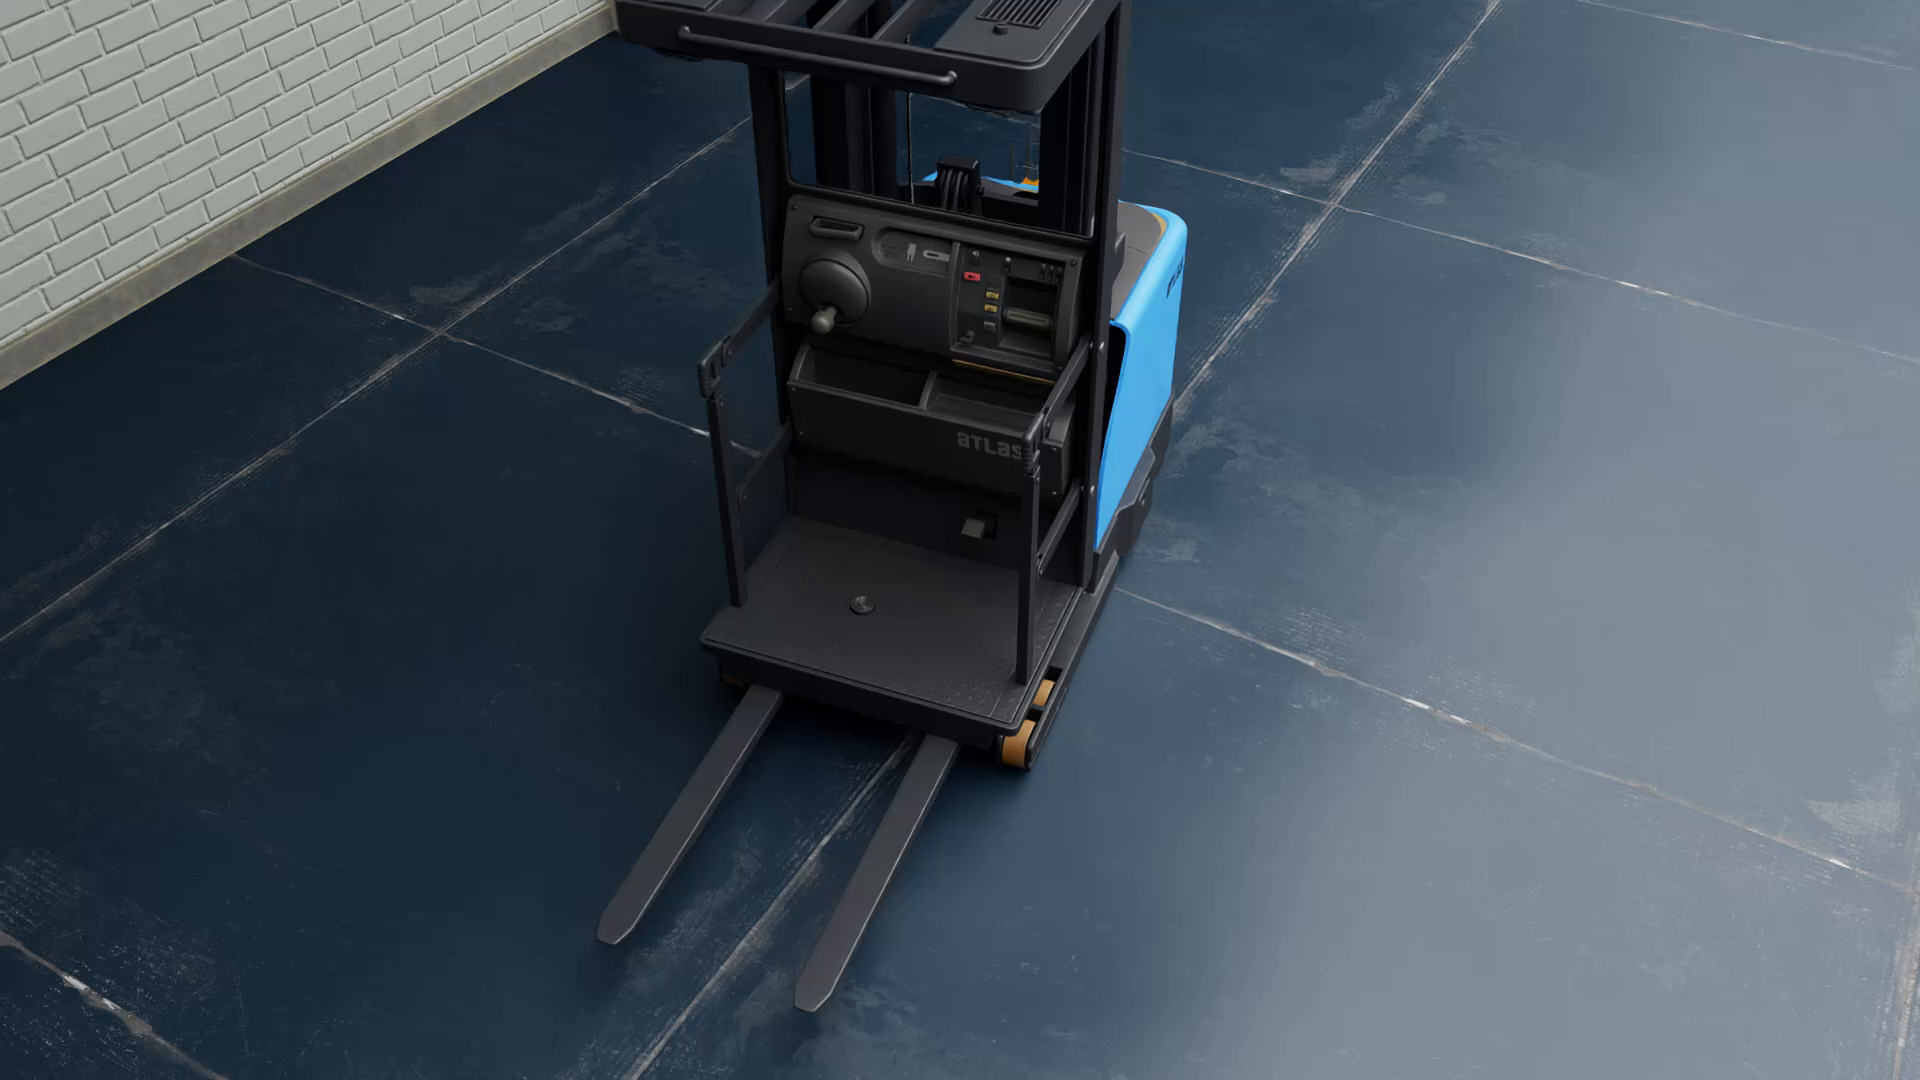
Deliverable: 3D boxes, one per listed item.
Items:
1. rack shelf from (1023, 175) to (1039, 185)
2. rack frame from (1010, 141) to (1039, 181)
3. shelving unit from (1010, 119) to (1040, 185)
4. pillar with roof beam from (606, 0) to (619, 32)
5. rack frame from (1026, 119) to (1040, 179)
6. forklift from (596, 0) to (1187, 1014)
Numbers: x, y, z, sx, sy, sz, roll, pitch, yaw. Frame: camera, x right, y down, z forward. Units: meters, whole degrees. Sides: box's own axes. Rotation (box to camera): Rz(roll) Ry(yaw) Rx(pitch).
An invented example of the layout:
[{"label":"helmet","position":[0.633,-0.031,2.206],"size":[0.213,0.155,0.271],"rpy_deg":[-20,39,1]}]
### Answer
[{"label":"rack shelf","position":[0.332,-1.275,6.312],"size":[0.258,0.103,0.180],"rpy_deg":[14,43,15]},{"label":"rack frame","position":[0.299,-0.982,6.457],"size":[0.240,1.200,0.006],"rpy_deg":[14,43,15]},{"label":"shelving unit","position":[0.332,-1.038,6.521],"size":[0.258,1.200,0.189],"rpy_deg":[14,43,15]},{"label":"pillar with roof beam","position":[1.931,-4.969,5.083],"size":[9.100,9.000,0.400],"rpy_deg":[21,45,22]},{"label":"rack frame","position":[0.365,-1.095,6.585],"size":[0.240,1.200,0.006],"rpy_deg":[14,43,15]},{"label":"forklift","position":[-0.169,-0.674,4.797],"size":[1.130,2.935,3.031],"rpy_deg":[14,43,15]}]
